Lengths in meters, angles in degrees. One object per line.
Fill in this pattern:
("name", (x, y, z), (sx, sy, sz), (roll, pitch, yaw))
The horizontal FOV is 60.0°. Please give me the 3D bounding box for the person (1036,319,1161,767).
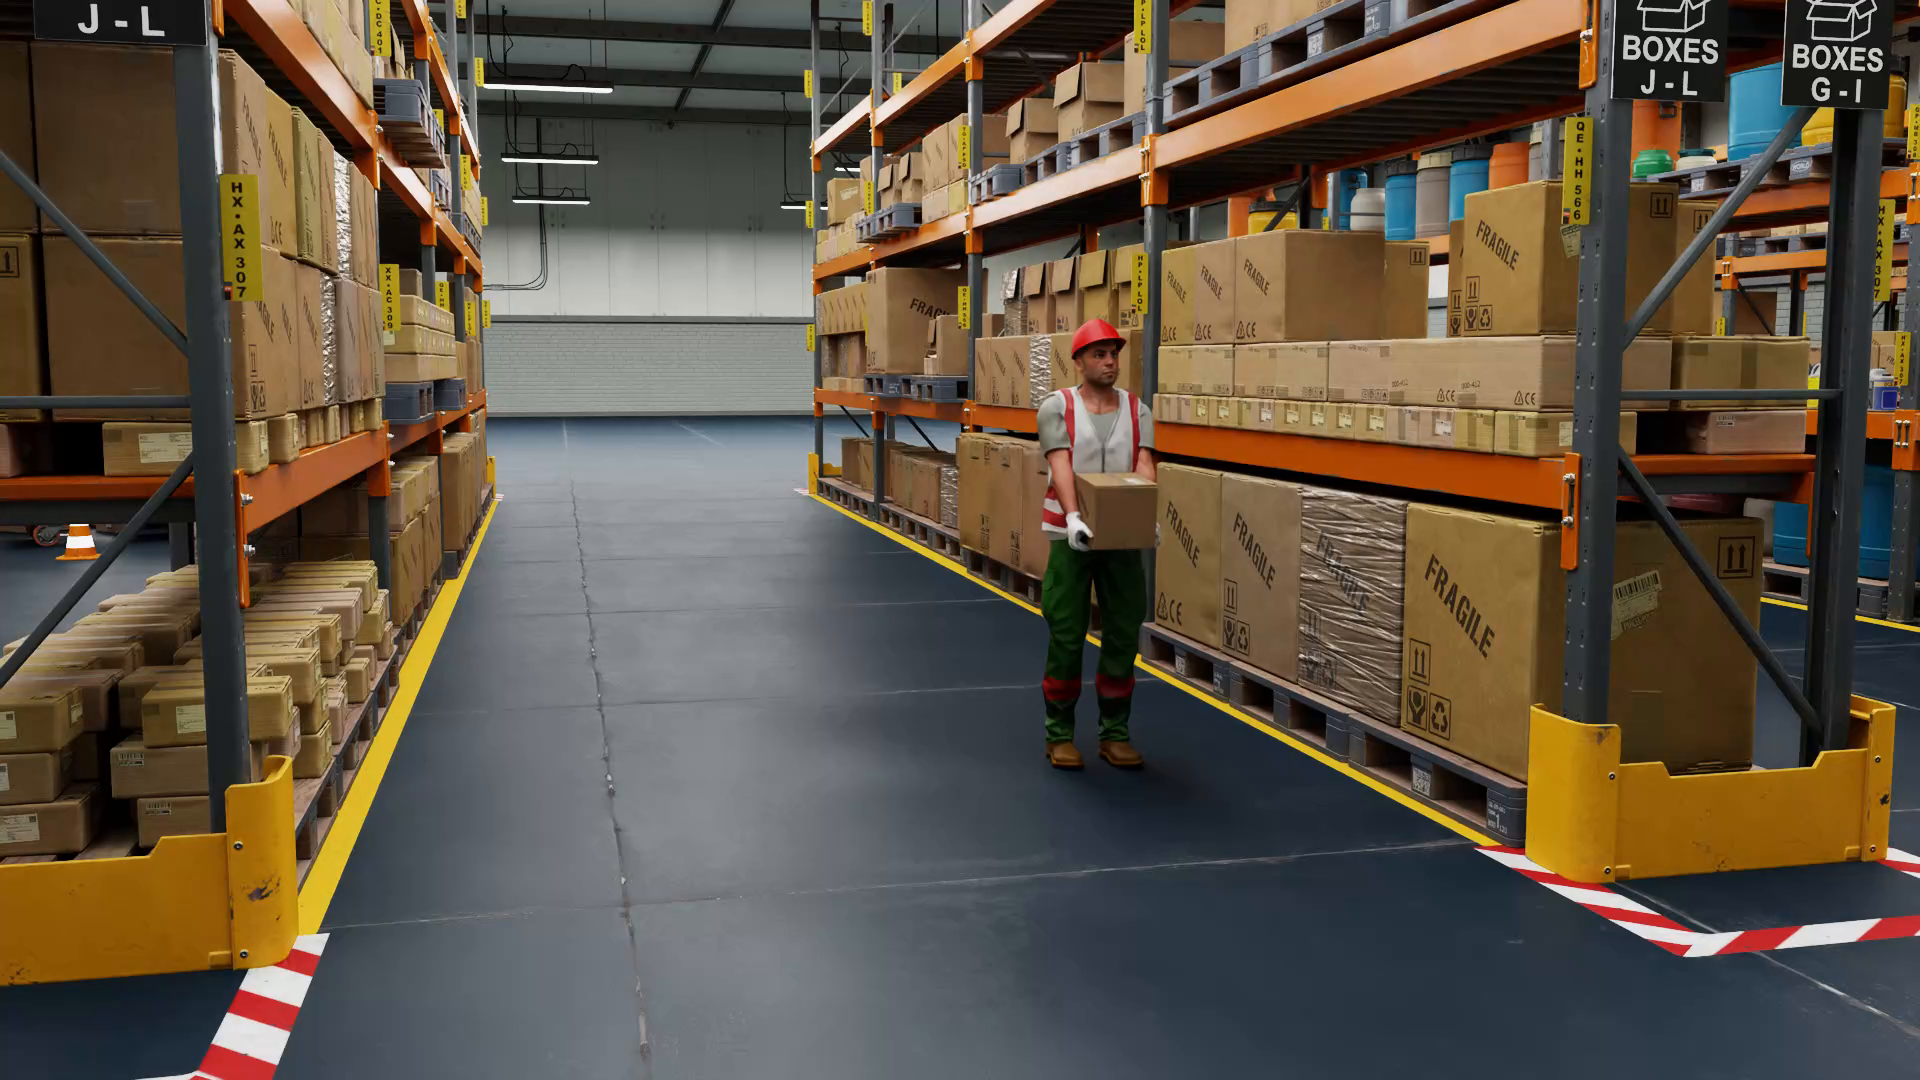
("person", (2.467, -0.630, 12.736), (7.108, 1.786, 11.611), (-1, 6, -14))
